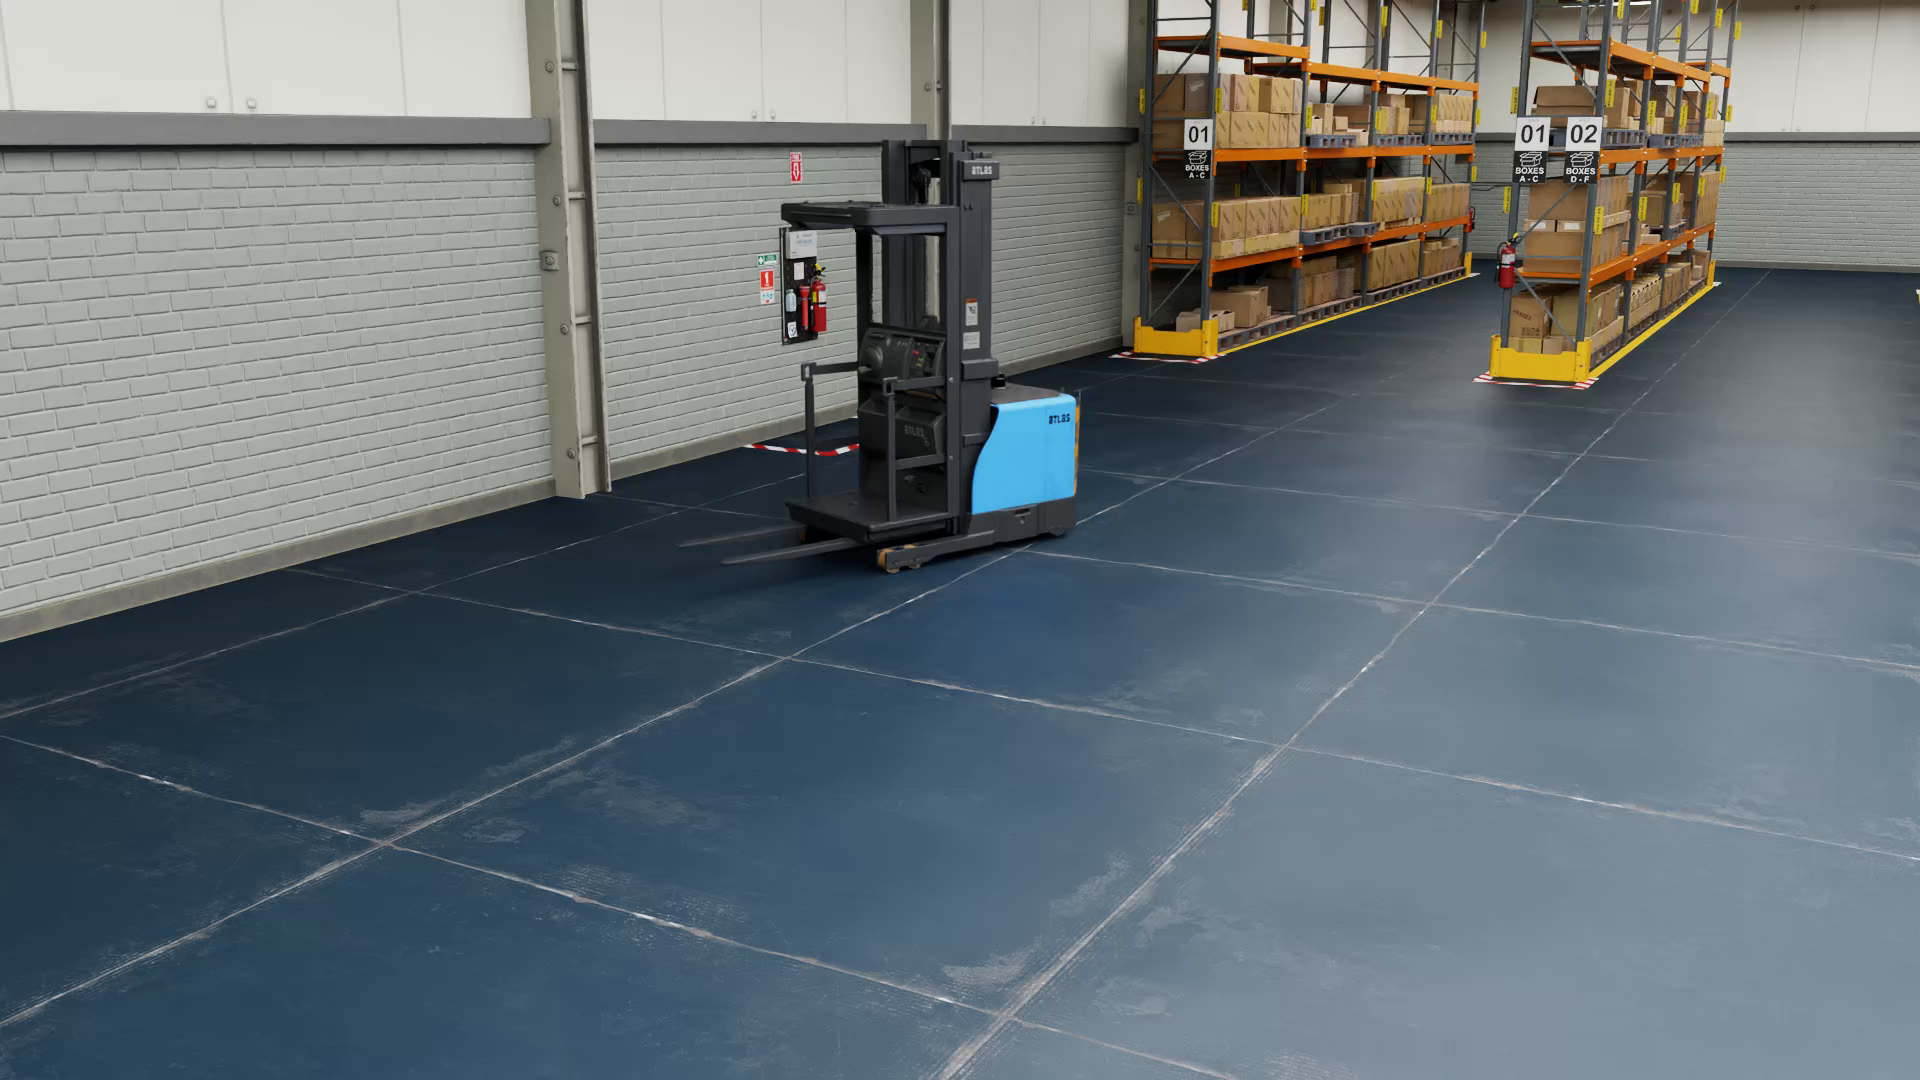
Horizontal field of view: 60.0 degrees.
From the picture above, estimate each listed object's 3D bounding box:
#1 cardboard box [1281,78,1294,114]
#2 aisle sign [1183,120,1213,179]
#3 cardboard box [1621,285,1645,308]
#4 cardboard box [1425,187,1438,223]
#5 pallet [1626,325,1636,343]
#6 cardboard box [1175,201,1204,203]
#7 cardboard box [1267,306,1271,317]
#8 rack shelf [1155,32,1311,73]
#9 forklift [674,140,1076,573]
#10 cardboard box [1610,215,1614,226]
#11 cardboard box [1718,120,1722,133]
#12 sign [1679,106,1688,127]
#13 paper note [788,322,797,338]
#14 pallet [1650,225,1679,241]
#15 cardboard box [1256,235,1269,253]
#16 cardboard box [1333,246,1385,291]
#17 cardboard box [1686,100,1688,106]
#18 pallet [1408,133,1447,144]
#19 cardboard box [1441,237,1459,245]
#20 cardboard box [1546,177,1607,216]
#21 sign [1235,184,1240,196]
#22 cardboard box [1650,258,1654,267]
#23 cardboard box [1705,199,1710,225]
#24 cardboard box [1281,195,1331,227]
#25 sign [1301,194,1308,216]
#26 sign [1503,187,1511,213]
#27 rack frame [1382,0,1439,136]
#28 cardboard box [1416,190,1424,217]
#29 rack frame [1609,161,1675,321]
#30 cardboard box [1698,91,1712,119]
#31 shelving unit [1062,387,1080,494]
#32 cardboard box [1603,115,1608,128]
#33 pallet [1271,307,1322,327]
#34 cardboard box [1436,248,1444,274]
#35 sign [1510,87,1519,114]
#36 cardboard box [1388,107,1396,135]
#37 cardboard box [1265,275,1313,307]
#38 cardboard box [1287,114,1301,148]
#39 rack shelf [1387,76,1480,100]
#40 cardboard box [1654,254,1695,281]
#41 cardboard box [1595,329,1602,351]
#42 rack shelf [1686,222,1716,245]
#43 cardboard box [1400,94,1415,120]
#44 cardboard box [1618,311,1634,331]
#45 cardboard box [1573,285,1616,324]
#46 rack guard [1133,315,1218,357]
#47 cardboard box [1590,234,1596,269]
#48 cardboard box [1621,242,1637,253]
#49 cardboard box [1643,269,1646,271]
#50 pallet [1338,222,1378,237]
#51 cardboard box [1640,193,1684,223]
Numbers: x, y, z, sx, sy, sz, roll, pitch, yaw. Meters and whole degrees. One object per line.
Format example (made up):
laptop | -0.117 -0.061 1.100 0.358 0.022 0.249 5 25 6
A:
cardboard box | 4.670 -6.656 24.954 0.500 0.500 0.500 8 16 31
aisle sign | 3.226 -5.296 22.553 0.394 0.787 0.004 7 15 28
cardboard box | 10.183 -3.746 25.446 0.500 0.311 0.500 7 15 26
cardboard box | 9.076 -6.798 33.691 0.980 0.700 0.700 8 16 29
pallet | 9.592 -3.141 25.112 1.003 0.211 1.213 7 15 28
cardboard box | 3.292 -4.605 23.912 0.500 0.500 0.500 8 16 29
cardboard box | 4.699 -3.625 26.276 0.380 0.166 0.250 5 15 21
rack shelf | 3.965 -7.056 24.144 1.077 0.370 4.000 7 15 28
forklift | -0.581 -1.335 11.818 3.031 2.935 1.130 -11 17 -38
cardboard box | 8.585 -4.310 22.412 0.380 0.149 0.250 8 16 30
cardboard box | 14.804 -8.194 32.976 0.500 0.250 0.500 7 15 28
sign | 11.685 -6.845 26.854 0.100 0.325 0.005 7 15 28
paper note | -1.695 -2.132 16.856 0.016 0.148 0.142 7 15 28
pallet | 11.470 -5.215 28.176 1.213 0.211 1.003 7 15 28
cardboard box | 4.248 -4.397 24.650 0.500 0.250 0.500 8 15 29
cardboard box | 7.336 -5.017 30.635 0.750 0.750 0.750 7 15 27
cardboard box | 12.829 -7.647 30.129 0.600 0.600 0.600 6 15 23
pallet | 9.204 -8.125 33.623 1.003 0.211 1.213 7 15 28
cardboard box | 10.579 -6.466 36.007 0.380 0.149 0.250 7 15 27
cardboard box | 8.091 -4.517 21.888 0.700 0.500 0.500 7 15 28
sign | 4.444 -5.526 26.586 0.100 0.325 0.005 7 15 28
cardboard box | 12.207 -5.069 29.953 0.500 0.250 0.500 7 15 28
cardboard box | 14.355 -6.417 32.537 0.500 0.500 0.500 7 15 27
cardboard box | 5.775 -5.517 27.865 0.700 0.500 0.500 10 17 36
sign | 5.410 -5.262 26.114 0.100 0.325 0.005 7 15 28
sign | 6.868 -4.263 20.839 0.100 0.325 0.005 7 15 28
rack frame | 8.799 -9.459 32.569 1.000 3.000 0.127 7 15 28
cardboard box | 8.797 -6.622 32.712 0.500 0.500 0.500 7 15 27
rack frame | 11.204 -5.162 27.544 1.000 3.000 0.127 7 15 28
cardboard box | 13.705 -8.166 31.258 0.700 0.500 0.500 7 15 28
shelving unit | 0.761 -0.655 12.994 0.252 1.050 0.215 -9 16 -39
cardboard box | 8.059 -5.350 21.266 0.380 0.149 0.250 7 15 28
pallet | 5.307 -3.706 27.454 1.003 0.211 1.213 7 15 28
cardboard box | 9.746 -5.881 34.966 0.700 0.500 0.500 8 16 29
sign | 6.868 -5.435 20.556 0.100 0.325 0.005 7 15 28
cardboard box | 7.767 -7.878 31.260 0.700 0.500 0.500 7 15 28
cardboard box | 5.479 -4.165 27.803 0.700 0.500 0.500 7 15 27
cardboard box | 4.903 -6.286 25.551 0.500 0.500 0.500 8 16 30
rack shelf | 9.766 -9.325 34.403 1.077 0.370 4.000 7 15 28
cardboard box | 14.041 -5.369 32.790 0.797 0.503 0.637 7 15 28
cardboard box | 8.271 -2.678 22.213 0.500 0.250 0.500 7 15 28
rack shelf | 14.104 -6.043 32.734 1.077 0.370 4.000 7 15 28
cardboard box | 8.933 -8.715 33.494 0.500 0.500 0.500 7 15 28
cardboard box | 9.682 -3.263 24.639 0.500 0.250 0.500 7 15 27
cardboard box | 8.747 -3.249 22.980 0.500 0.500 0.500 7 15 28
rack guard | 3.035 -2.881 23.418 1.175 0.500 0.348 7 15 28
cardboard box | 7.823 -3.772 21.564 0.700 0.500 0.500 8 16 29
cardboard box | 9.877 -4.377 24.827 0.380 0.149 0.250 7 15 28
cardboard box | 11.701 -4.485 29.131 0.500 0.500 0.500 7 15 26
pallet | 6.614 -5.471 29.234 1.213 0.211 1.003 7 15 28
cardboard box | 12.337 -5.866 29.354 0.700 0.500 0.500 3 14 14
